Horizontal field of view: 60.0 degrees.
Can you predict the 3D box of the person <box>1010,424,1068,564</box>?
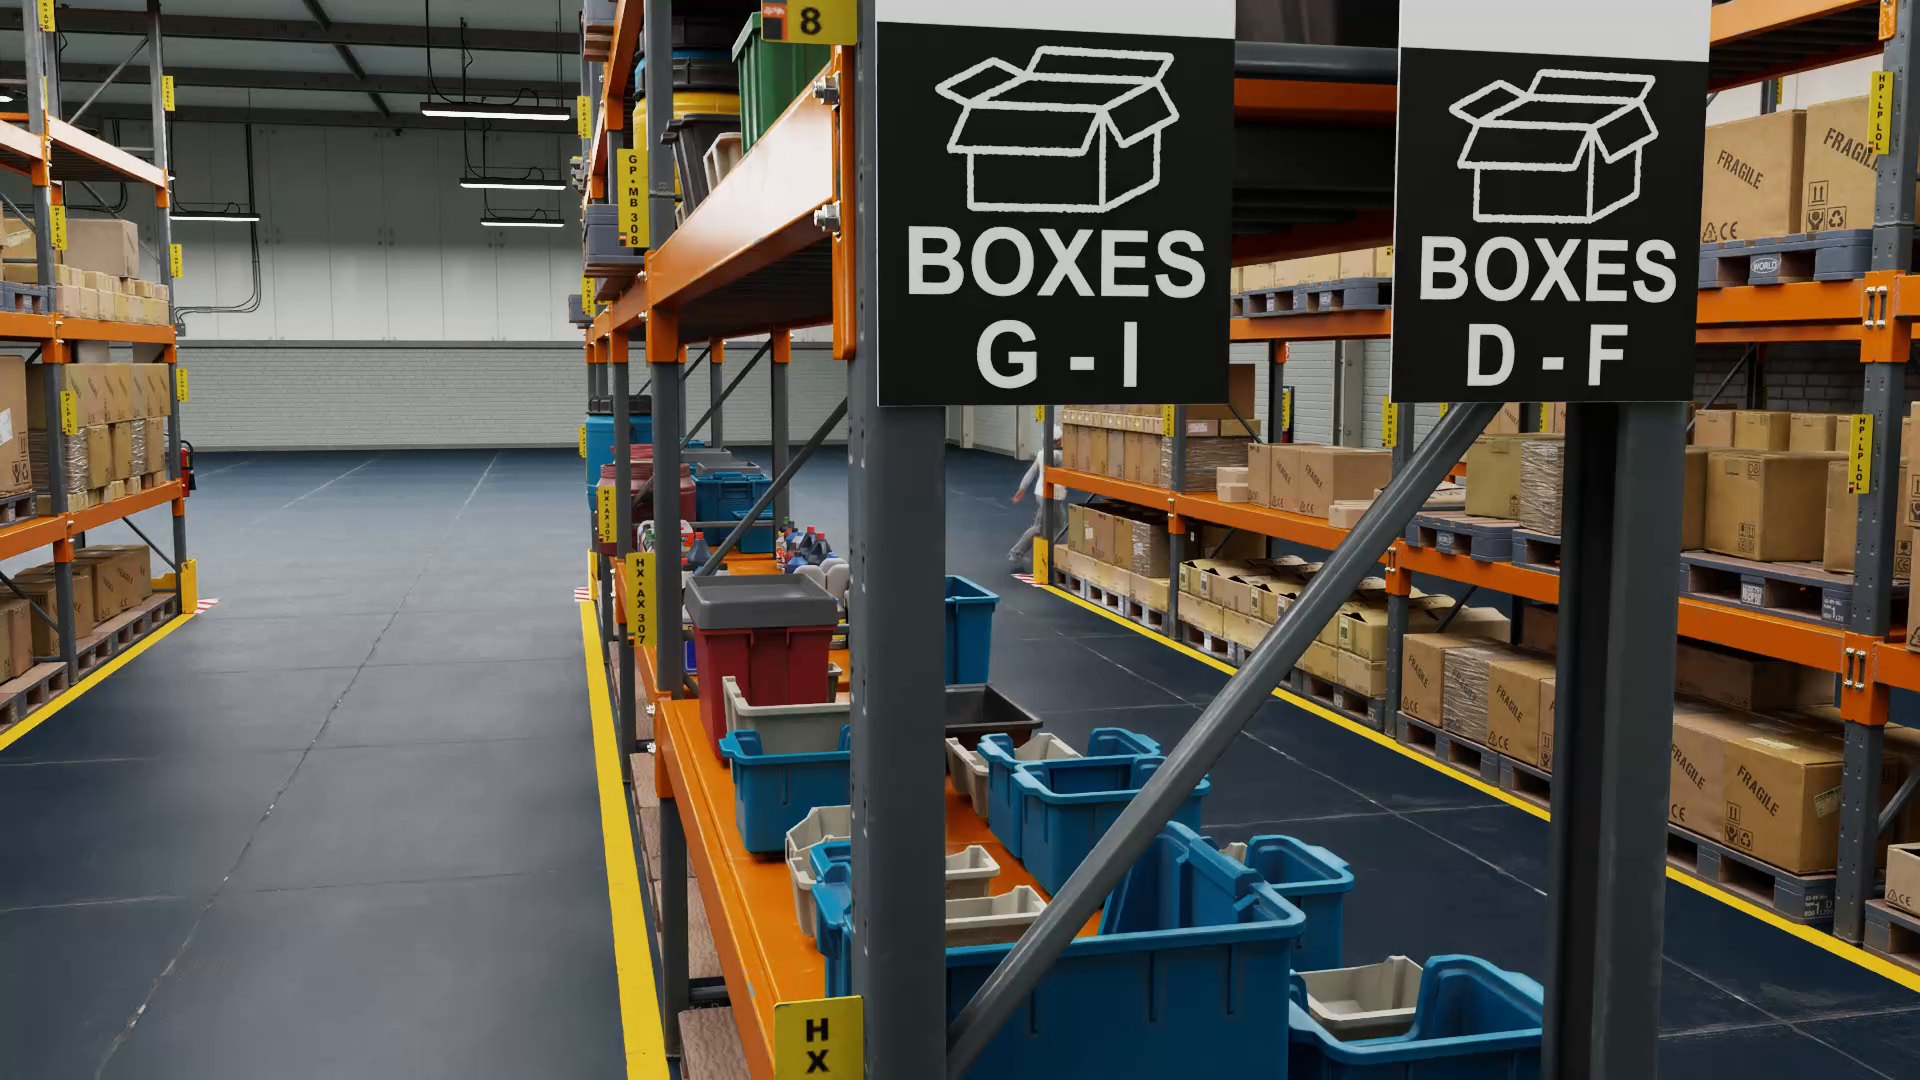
[{"bbox_3d":[1.114,-0.530,19.931,1.048,1.712,0.450,-2,6,-15],"label":"person"}]
